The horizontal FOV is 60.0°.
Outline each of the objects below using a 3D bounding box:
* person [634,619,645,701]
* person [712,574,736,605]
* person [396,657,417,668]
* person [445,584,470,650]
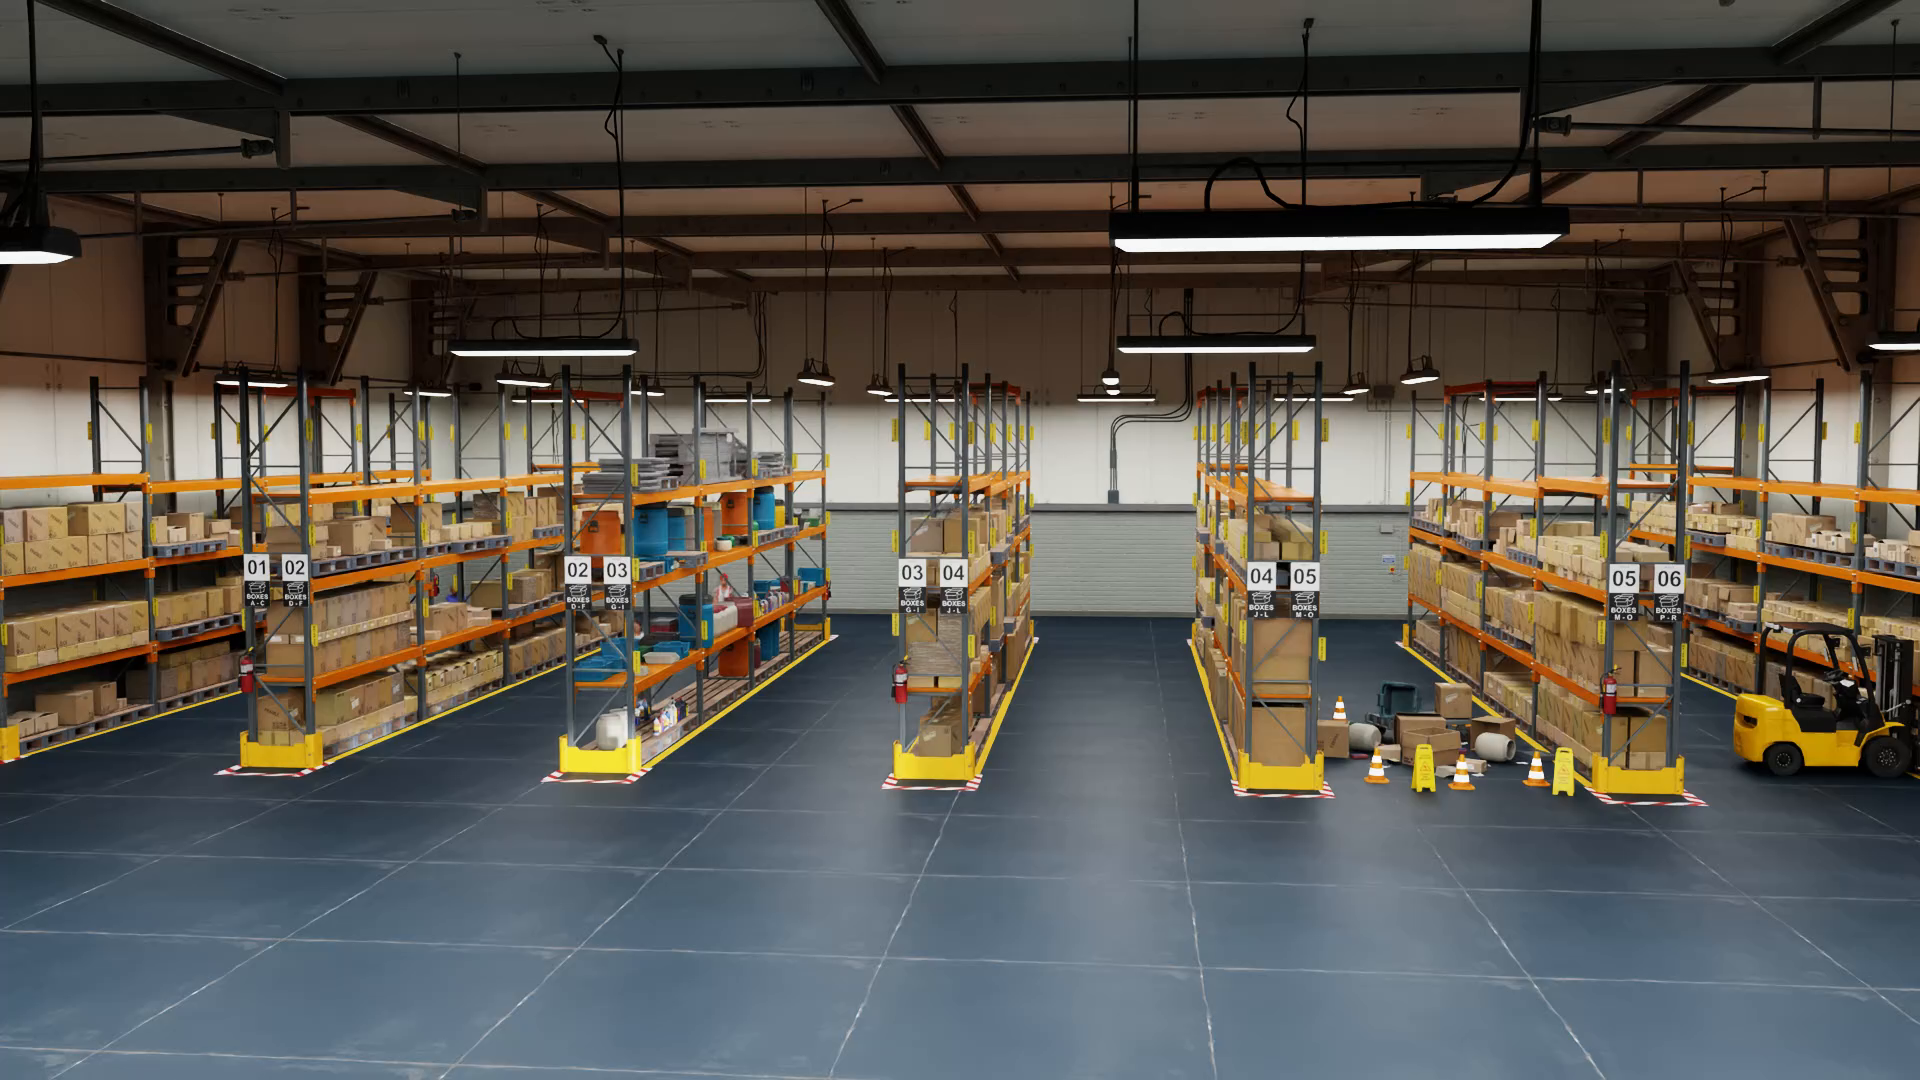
[{"bbox_3d":[-5.894,2.241,30.171,0.446,1.616,0.982,1,4,12],"label":"person"},{"bbox_3d":[-5.456,1.654,38.160,0.548,1.727,0.988,1,4,14],"label":"person"},{"bbox_3d":[-11.092,2.047,33.076,0.553,1.645,0.538,1,4,12],"label":"person"},{"bbox_3d":[-11.336,1.777,37.481,0.451,1.610,0.843,0,4,4],"label":"person"}]
